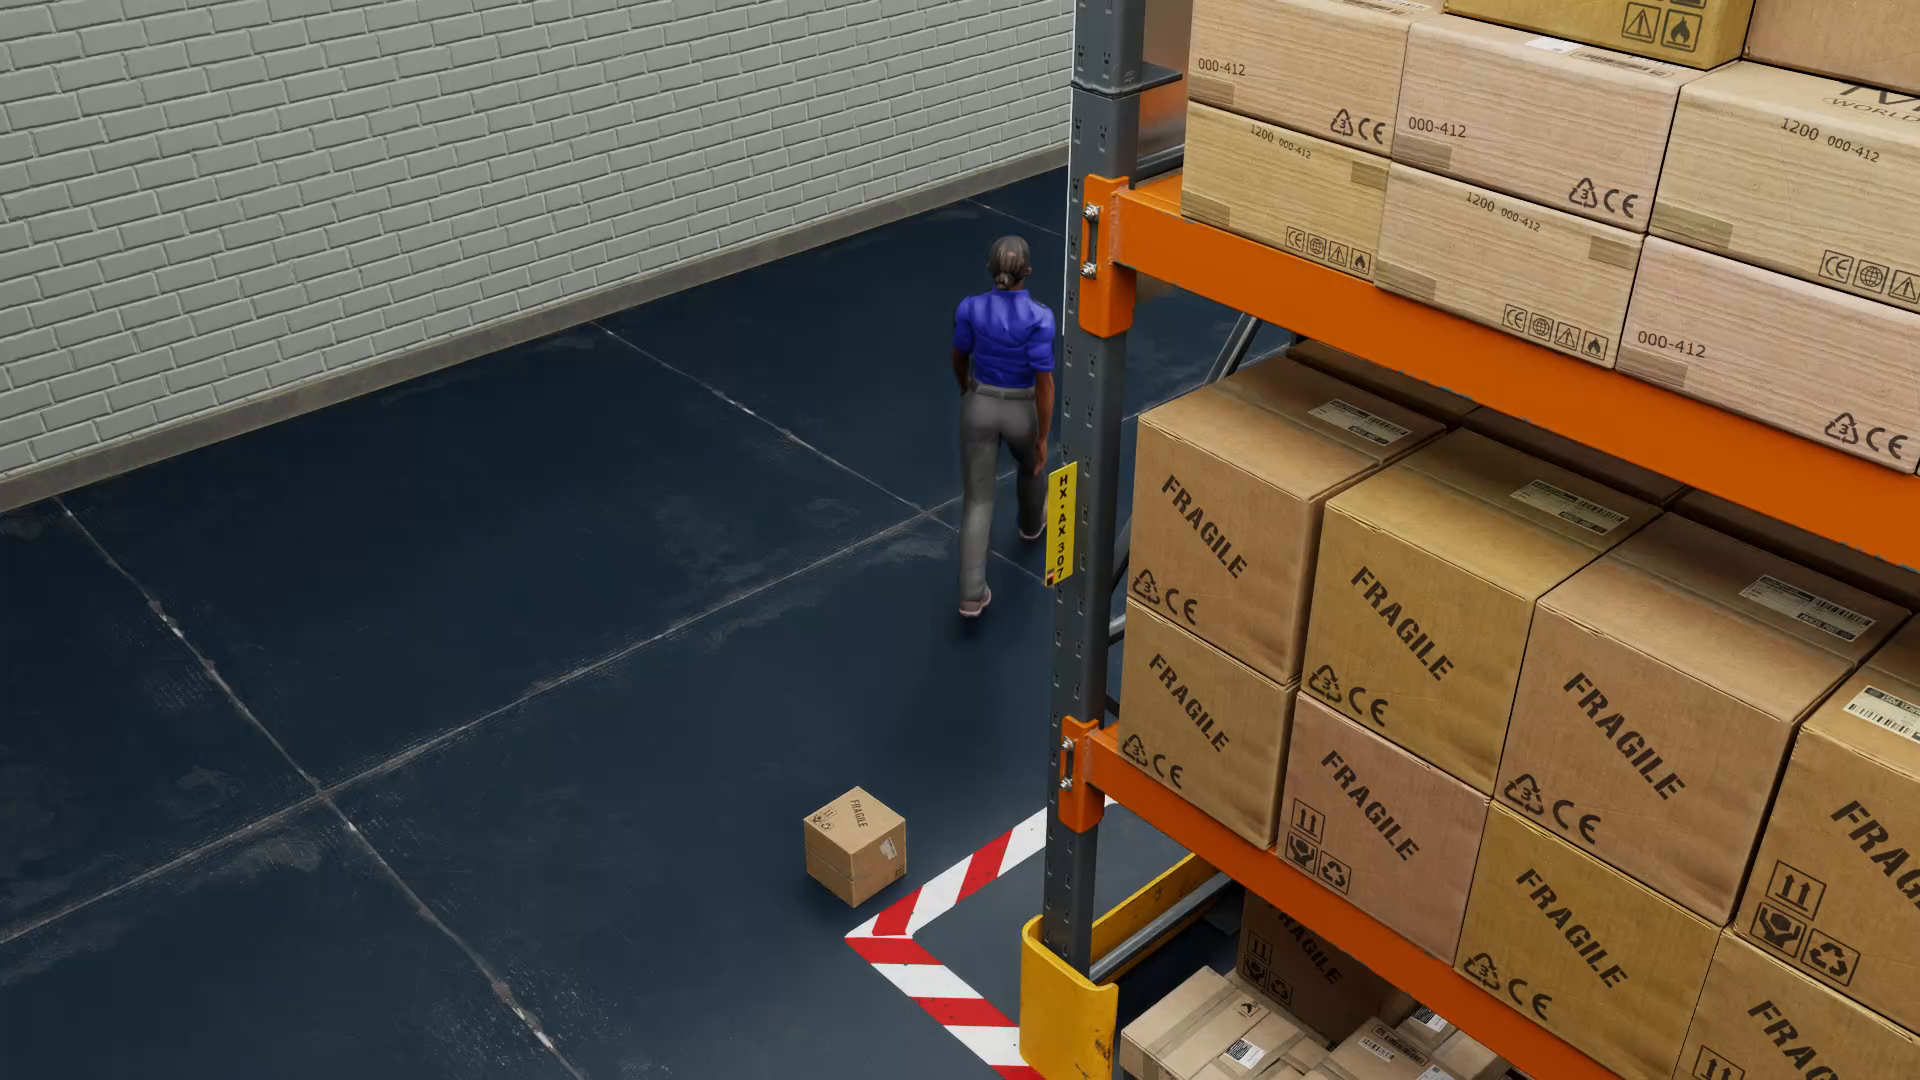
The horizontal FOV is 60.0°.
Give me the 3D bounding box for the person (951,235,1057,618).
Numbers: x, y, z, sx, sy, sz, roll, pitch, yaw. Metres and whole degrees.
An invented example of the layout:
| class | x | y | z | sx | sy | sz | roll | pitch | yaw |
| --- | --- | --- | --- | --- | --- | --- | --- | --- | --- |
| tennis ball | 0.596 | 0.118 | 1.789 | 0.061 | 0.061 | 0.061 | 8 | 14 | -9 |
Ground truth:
| class | x | y | z | sx | sy | sz | roll | pitch | yaw |
| --- | --- | --- | --- | --- | --- | --- | --- | --- | --- |
| person | 0.182 | -0.554 | 7.023 | 0.458 | 1.594 | 1.043 | 5 | 32 | 8 |
